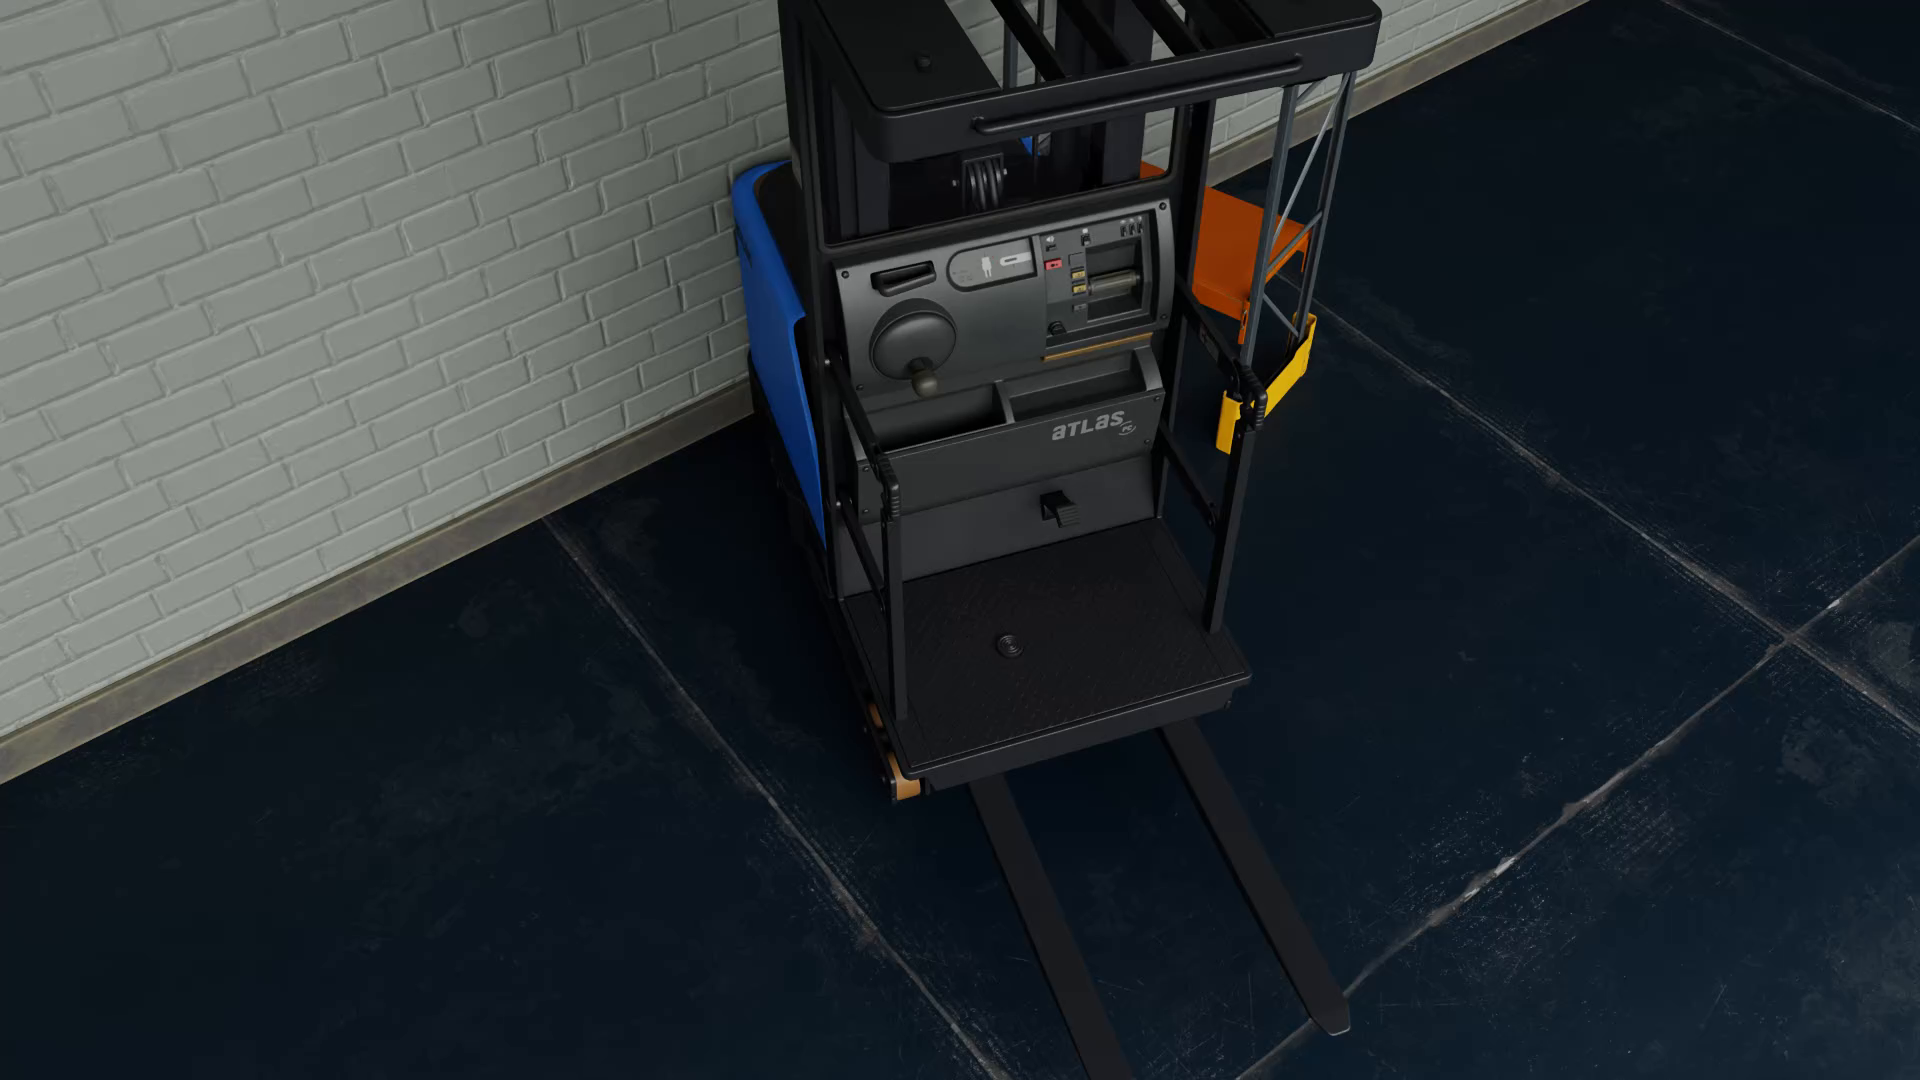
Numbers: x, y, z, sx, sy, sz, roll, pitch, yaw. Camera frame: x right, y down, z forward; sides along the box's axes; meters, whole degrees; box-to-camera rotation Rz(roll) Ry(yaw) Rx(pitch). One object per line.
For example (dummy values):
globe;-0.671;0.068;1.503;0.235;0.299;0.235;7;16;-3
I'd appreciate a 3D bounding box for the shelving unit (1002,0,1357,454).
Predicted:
shelving unit;0.720;-1.218;5.842;1.083;1.500;0.587;28;54;23

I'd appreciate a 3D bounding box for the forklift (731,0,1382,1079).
forklift;0.203;-0.548;4.268;1.130;2.935;3.031;-14;49;-13

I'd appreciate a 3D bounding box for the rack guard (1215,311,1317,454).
rack guard;1.125;-0.583;6.110;0.087;0.250;0.587;28;54;23

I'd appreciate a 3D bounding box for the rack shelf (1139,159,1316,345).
rack shelf;0.713;-1.101;5.979;1.000;0.185;0.538;28;54;23

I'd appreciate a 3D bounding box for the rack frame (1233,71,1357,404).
rack frame;1.126;-1.002;5.646;0.032;1.500;0.500;28;54;23

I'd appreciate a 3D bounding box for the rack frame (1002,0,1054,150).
rack frame;0.300;-1.442;6.045;0.032;1.500;0.500;28;54;23
